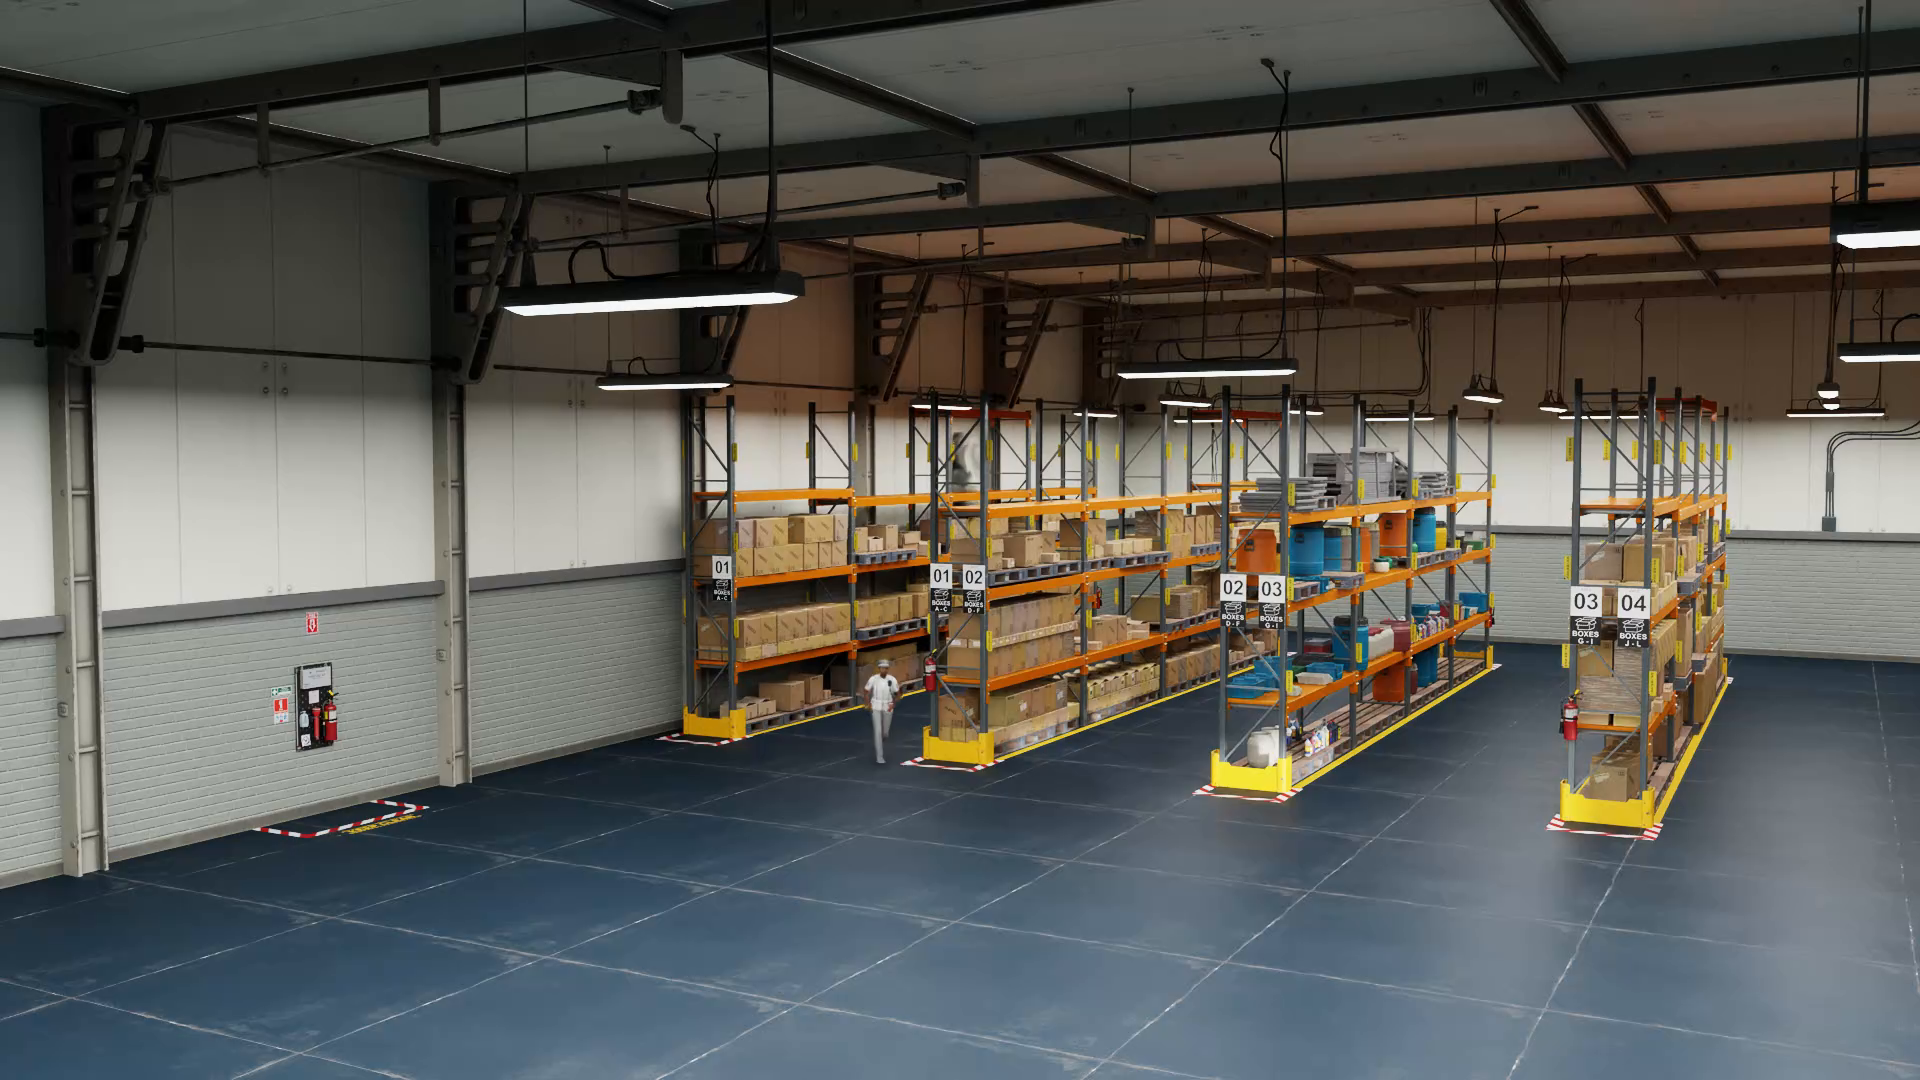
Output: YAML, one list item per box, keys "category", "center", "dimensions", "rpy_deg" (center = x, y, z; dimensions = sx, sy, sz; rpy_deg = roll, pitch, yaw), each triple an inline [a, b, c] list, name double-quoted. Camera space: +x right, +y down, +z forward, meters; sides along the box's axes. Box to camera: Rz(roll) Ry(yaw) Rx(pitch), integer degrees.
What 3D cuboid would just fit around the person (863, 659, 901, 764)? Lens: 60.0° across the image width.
- category: "person"
  center: [-1.268, 2.757, 27.047]
  dimensions: [0.613, 1.673, 0.825]
  rpy_deg: [0, 3, -8]
